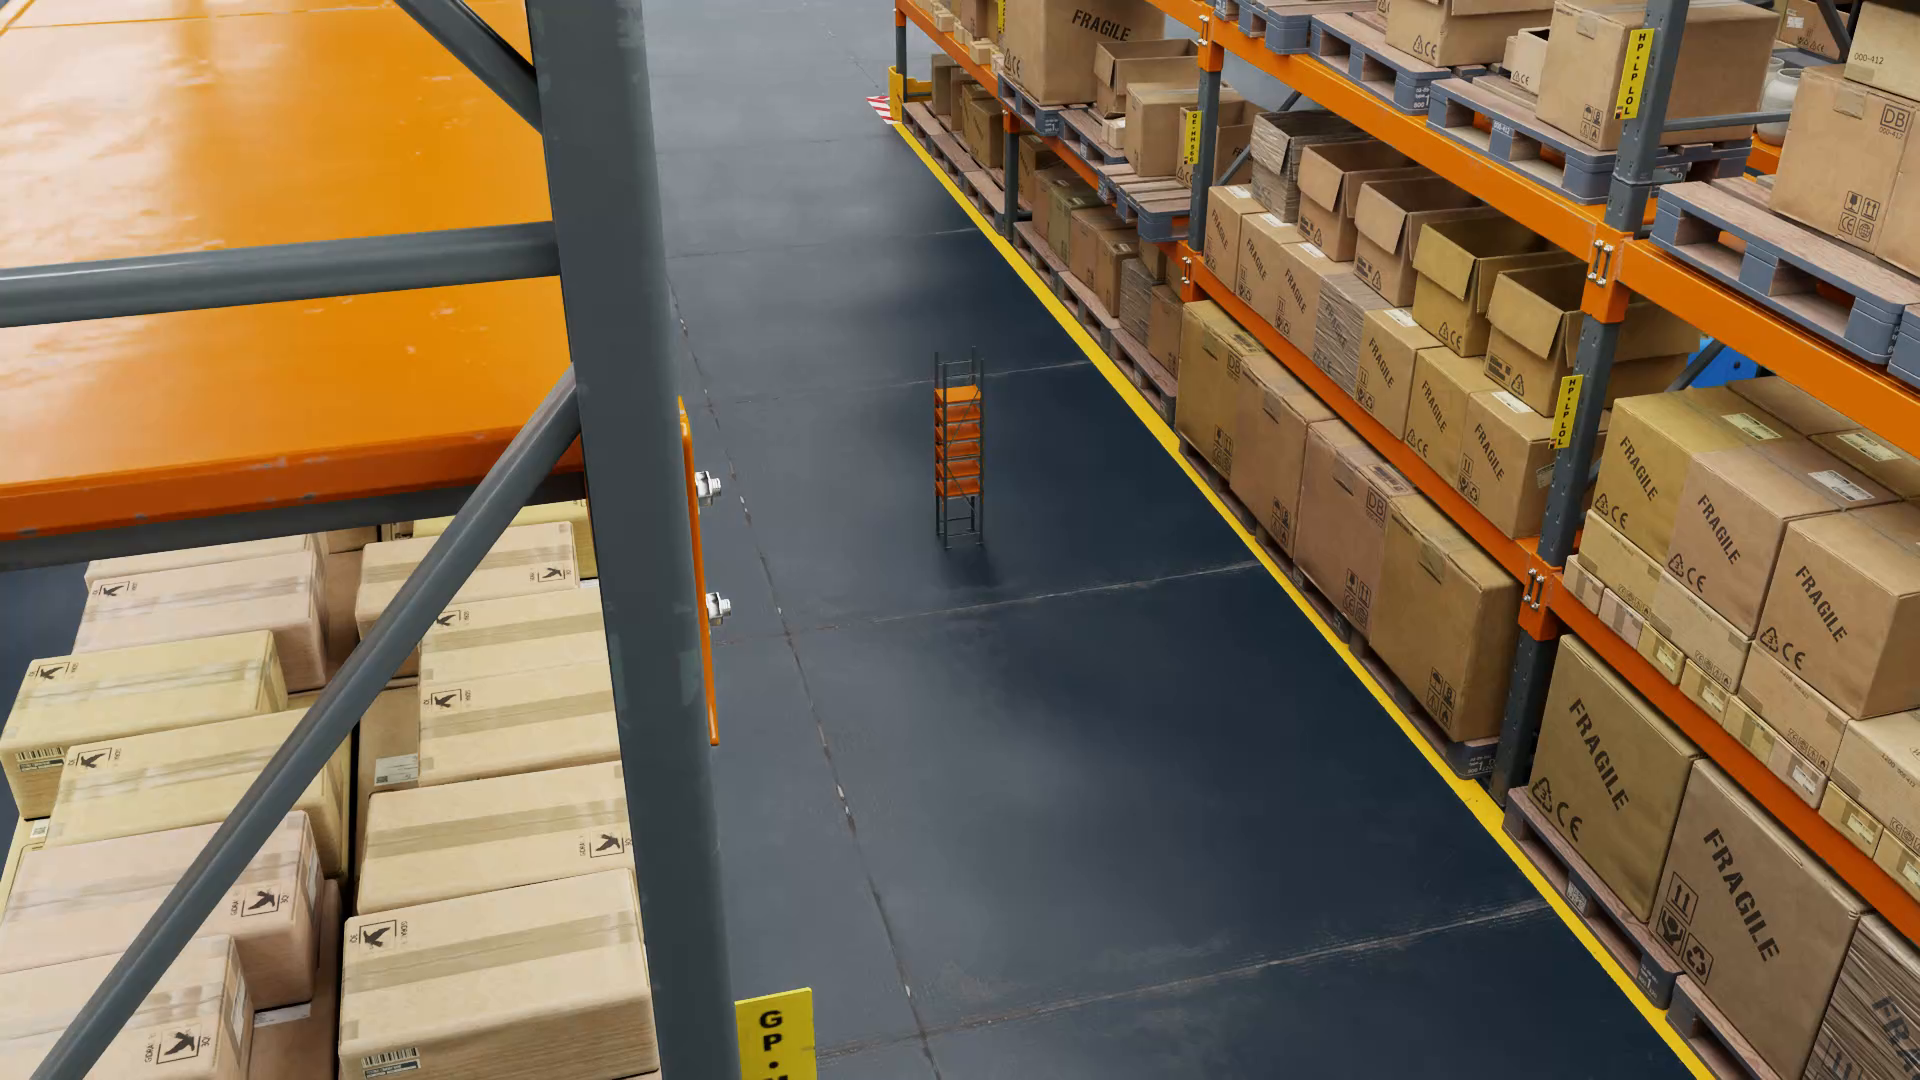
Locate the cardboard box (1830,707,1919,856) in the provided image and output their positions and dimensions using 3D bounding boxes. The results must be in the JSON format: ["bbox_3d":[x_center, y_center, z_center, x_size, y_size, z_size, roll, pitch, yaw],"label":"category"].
[{"bbox_3d":[3.271,0.795,5.466,0.500,0.250,0.500,-8,31,-13],"label":"cardboard box"}]

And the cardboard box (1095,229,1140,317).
[{"bbox_3d":[1.430,-2.033,12.555,0.700,0.500,0.500,-5,30,-9],"label":"cardboard box"}]

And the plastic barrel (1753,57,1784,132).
[{"bbox_3d":[6.128,-3.443,12.824,0.421,0.512,0.421,0,30,0],"label":"plastic barrel"}]

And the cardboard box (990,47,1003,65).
[{"bbox_3d":[0.476,-4.203,14.499,0.380,0.149,0.250,-8,31,-13],"label":"cardboard box"}]

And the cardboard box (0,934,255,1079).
[{"bbox_3d":[-1.114,0.667,2.094,0.380,0.149,0.250,-8,31,-14],"label":"cardboard box"}]

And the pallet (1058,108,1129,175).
[{"bbox_3d":[1.379,-2.932,12.244,1.003,0.211,1.213,-8,31,-13],"label":"pallet"}]

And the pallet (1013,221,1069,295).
[{"bbox_3d":[1.090,-2.413,13.940,1.003,0.211,1.213,-8,31,-13],"label":"pallet"}]

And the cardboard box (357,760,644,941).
[{"bbox_3d":[-0.659,0.476,2.423,0.380,0.149,0.250,-7,31,-11],"label":"cardboard box"}]

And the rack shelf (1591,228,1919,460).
[{"bbox_3d":[3.536,-0.153,4.975,1.077,0.370,4.000,-8,31,-13],"label":"rack shelf"}]

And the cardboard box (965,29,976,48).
[{"bbox_3d":[0.257,-4.563,15.120,0.380,0.149,0.250,-8,31,-13],"label":"cardboard box"}]

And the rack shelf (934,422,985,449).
[{"bbox_3d":[-0.004,-0.592,9.655,0.258,0.103,0.180,-8,31,-13],"label":"rack shelf"}]

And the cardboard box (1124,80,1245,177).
[{"bbox_3d":[1.517,-2.801,11.307,0.700,0.500,0.500,-3,30,-6],"label":"cardboard box"}]

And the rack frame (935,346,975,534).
[{"bbox_3d":[-0.028,-0.570,9.769,0.240,1.200,0.006,-8,31,-13],"label":"rack frame"}]

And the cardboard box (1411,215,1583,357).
[{"bbox_3d":[2.657,-1.250,8.046,0.797,0.503,0.637,-8,31,-13],"label":"cardboard box"}]

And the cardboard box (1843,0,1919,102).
[{"bbox_3d":[3.249,-1.568,5.335,0.500,0.250,0.500,-10,31,-16],"label":"cardboard box"}]

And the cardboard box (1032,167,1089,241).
[{"bbox_3d":[1.024,-2.805,13.890,0.700,0.500,0.500,-10,32,-17],"label":"cardboard box"}]

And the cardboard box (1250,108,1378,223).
[{"bbox_3d":[2.122,-2.186,9.663,0.797,0.503,0.637,-7,31,-12],"label":"cardboard box"}]

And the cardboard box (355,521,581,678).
[{"bbox_3d":[-0.895,0.107,3.060,0.380,0.149,0.250,-7,31,-12],"label":"cardboard box"}]

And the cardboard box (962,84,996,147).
[{"bbox_3d":[0.309,-4.135,16.207,0.500,0.500,0.500,-5,30,-9],"label":"cardboard box"}]

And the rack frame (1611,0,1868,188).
[{"bbox_3d":[3.005,-2.729,5.713,1.000,3.000,0.127,-8,31,-13],"label":"rack frame"}]

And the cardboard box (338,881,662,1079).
[{"bbox_3d":[-0.611,0.709,2.418,0.500,0.250,0.500,-7,31,-12],"label":"cardboard box"}]

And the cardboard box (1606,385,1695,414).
[{"bbox_3d":[3.124,-0.431,7.632,0.500,0.500,0.500,-8,31,-13],"label":"cardboard box"}]

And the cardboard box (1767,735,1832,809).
[{"bbox_3d":[3.108,0.789,5.874,0.380,0.149,0.250,-7,31,-13],"label":"cardboard box"}]

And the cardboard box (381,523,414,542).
[{"bbox_3d":[-1.006,-0.028,3.691,0.500,0.250,0.500,-9,31,-15],"label":"cardboard box"}]

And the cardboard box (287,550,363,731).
[{"bbox_3d":[-1.380,0.277,3.164,0.500,0.250,0.500,-7,31,-13],"label":"cardboard box"}]

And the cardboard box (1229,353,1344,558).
[{"bbox_3d":[2.336,-0.559,9.654,1.225,0.875,0.875,-8,31,-13],"label":"cardboard box"}]

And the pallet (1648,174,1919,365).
[{"bbox_3d":[3.212,-0.996,5.801,1.003,0.211,1.213,-8,31,-13],"label":"pallet"}]

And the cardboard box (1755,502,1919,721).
[{"bbox_3d":[3.152,0.234,5.686,0.500,0.500,0.500,-9,31,-15],"label":"cardboard box"}]

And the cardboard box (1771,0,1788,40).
[{"bbox_3d":[9.435,-6.030,18.982,0.500,0.500,0.500,-8,31,-13],"label":"cardboard box"}]

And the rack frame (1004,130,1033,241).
[{"bbox_3d":[0.882,-3.996,13.891,1.000,3.000,0.127,-8,31,-13],"label":"rack frame"}]

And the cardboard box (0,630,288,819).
[{"bbox_3d":[-1.328,0.297,2.731,0.380,0.149,0.250,-7,31,-12],"label":"cardboard box"}]

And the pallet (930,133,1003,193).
[{"bbox_3d":[0.342,-3.699,16.162,1.003,0.211,1.213,-8,31,-13],"label":"pallet"}]

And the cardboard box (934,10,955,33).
[{"bbox_3d":[-0.029,-4.913,15.725,0.380,0.149,0.250,-8,31,-13],"label":"cardboard box"}]

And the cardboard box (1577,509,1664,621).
[{"bbox_3d":[2.877,0.066,6.726,0.500,0.250,0.500,-8,31,-14],"label":"cardboard box"}]

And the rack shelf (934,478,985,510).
[{"bbox_3d":[-0.004,-0.280,9.835,0.258,0.103,0.180,-8,31,-13],"label":"rack shelf"}]

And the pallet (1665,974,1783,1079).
[{"bbox_3d":[3.459,2.043,6.242,1.003,0.211,1.213,-8,31,-13],"label":"pallet"}]

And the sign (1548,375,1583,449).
[{"bbox_3d":[2.485,-0.522,6.812,0.100,0.325,0.005,-8,31,-13],"label":"sign"}]

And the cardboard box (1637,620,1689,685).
[{"bbox_3d":[2.903,0.418,6.516,0.380,0.149,0.250,-7,31,-12],"label":"cardboard box"}]

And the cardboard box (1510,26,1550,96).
[{"bbox_3d":[2.801,-2.116,7.317,0.500,0.311,0.500,-9,31,-15],"label":"cardboard box"}]

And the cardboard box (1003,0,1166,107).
[{"bbox_3d":[0.958,-4.035,12.940,1.000,1.000,1.000,-8,31,-13],"label":"cardboard box"}]

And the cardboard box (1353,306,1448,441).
[{"bbox_3d":[2.348,-0.857,8.367,0.500,0.500,0.500,-8,31,-14],"label":"cardboard box"}]

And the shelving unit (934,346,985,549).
[{"bbox_3d":[-0.004,-0.526,9.693,0.258,1.200,0.189,-8,31,-13],"label":"shelving unit"}]

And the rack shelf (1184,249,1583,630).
[{"bbox_3d":[2.474,-0.787,9.064,1.077,0.370,4.000,-8,31,-13],"label":"rack shelf"}]

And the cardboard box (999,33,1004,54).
[{"bbox_3d":[0.822,-4.394,14.181,0.875,0.500,0.500,-8,31,-13],"label":"cardboard box"}]

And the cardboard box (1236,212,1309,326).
[{"bbox_3d":[1.949,-1.588,9.630,0.500,0.500,0.500,-9,31,-15],"label":"cardboard box"}]

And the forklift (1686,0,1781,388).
[{"bbox_3d":[4.188,-2.250,10.942,1.130,2.935,3.031,-8,31,-14],"label":"forklift"}]

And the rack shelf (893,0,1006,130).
[{"bbox_3d":[0.351,-4.651,15.740,1.077,0.370,4.000,-8,31,-13],"label":"rack shelf"}]

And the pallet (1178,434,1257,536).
[{"bbox_3d":[2.080,-0.467,10.577,1.003,0.211,1.213,-8,31,-13],"label":"pallet"}]

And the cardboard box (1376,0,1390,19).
[{"bbox_3d":[2.489,-2.897,8.479,0.500,0.500,0.500,-6,31,-11],"label":"cardboard box"}]

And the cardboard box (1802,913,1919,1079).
[{"bbox_3d":[3.578,1.799,5.580,0.875,0.875,0.875,-8,31,-13],"label":"cardboard box"}]

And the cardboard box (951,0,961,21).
[{"bbox_3d":[0.401,-5.115,15.427,0.875,0.500,0.500,-8,31,-13],"label":"cardboard box"}]

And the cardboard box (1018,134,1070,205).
[{"bbox_3d":[0.814,-3.295,14.755,0.500,0.500,0.500,-9,31,-15],"label":"cardboard box"}]

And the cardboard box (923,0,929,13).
[{"bbox_3d":[-0.148,-5.286,16.370,0.380,0.149,0.250,-8,31,-13],"label":"cardboard box"}]

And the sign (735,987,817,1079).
[{"bbox_3d":[-0.219,0.662,1.977,0.100,0.325,0.005,-8,31,-13],"label":"sign"}]
